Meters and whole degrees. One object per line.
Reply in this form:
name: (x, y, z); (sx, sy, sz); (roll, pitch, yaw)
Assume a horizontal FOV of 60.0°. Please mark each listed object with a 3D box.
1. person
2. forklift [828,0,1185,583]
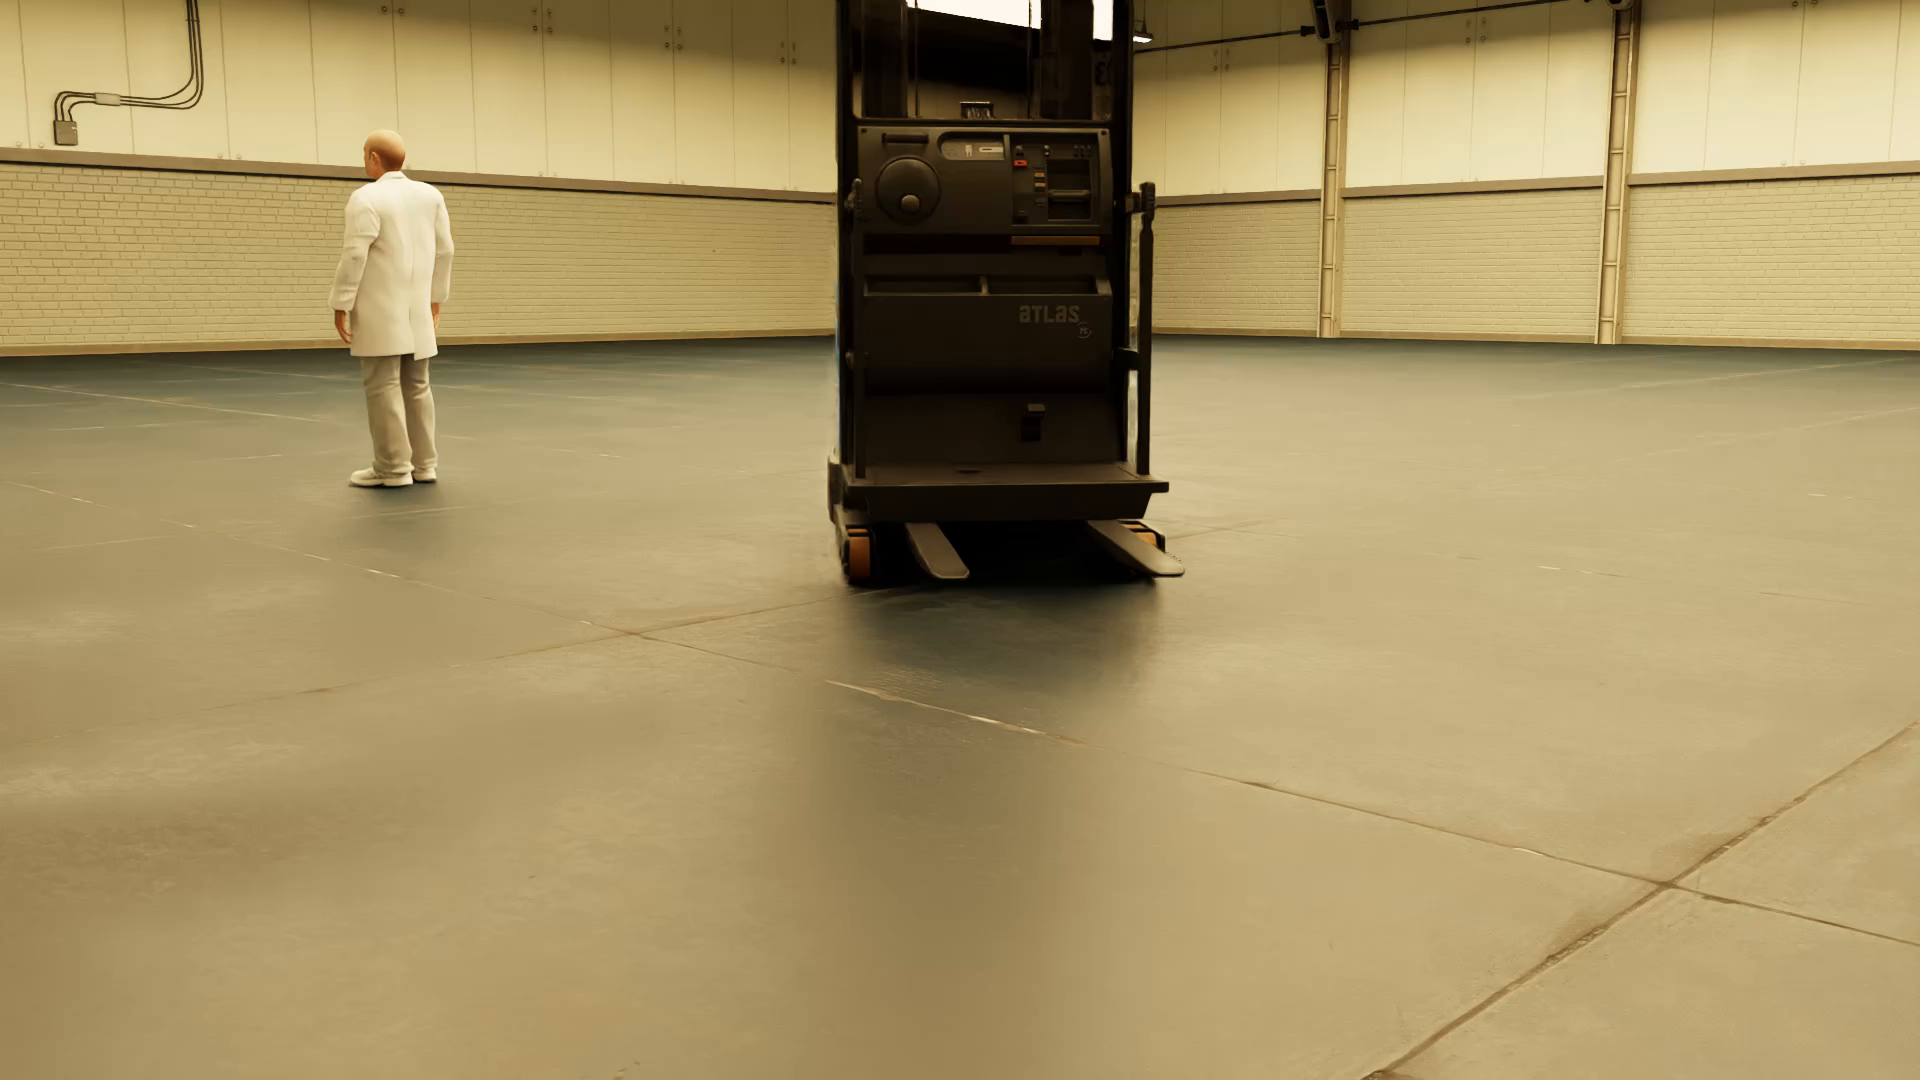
person: (-2.947, -1.159, 8.466); (0.566, 1.769, 0.692); (6, 10, 34)
forklift: (0.118, -1.353, 5.860); (1.130, 2.935, 3.031); (-1, 9, -6)
